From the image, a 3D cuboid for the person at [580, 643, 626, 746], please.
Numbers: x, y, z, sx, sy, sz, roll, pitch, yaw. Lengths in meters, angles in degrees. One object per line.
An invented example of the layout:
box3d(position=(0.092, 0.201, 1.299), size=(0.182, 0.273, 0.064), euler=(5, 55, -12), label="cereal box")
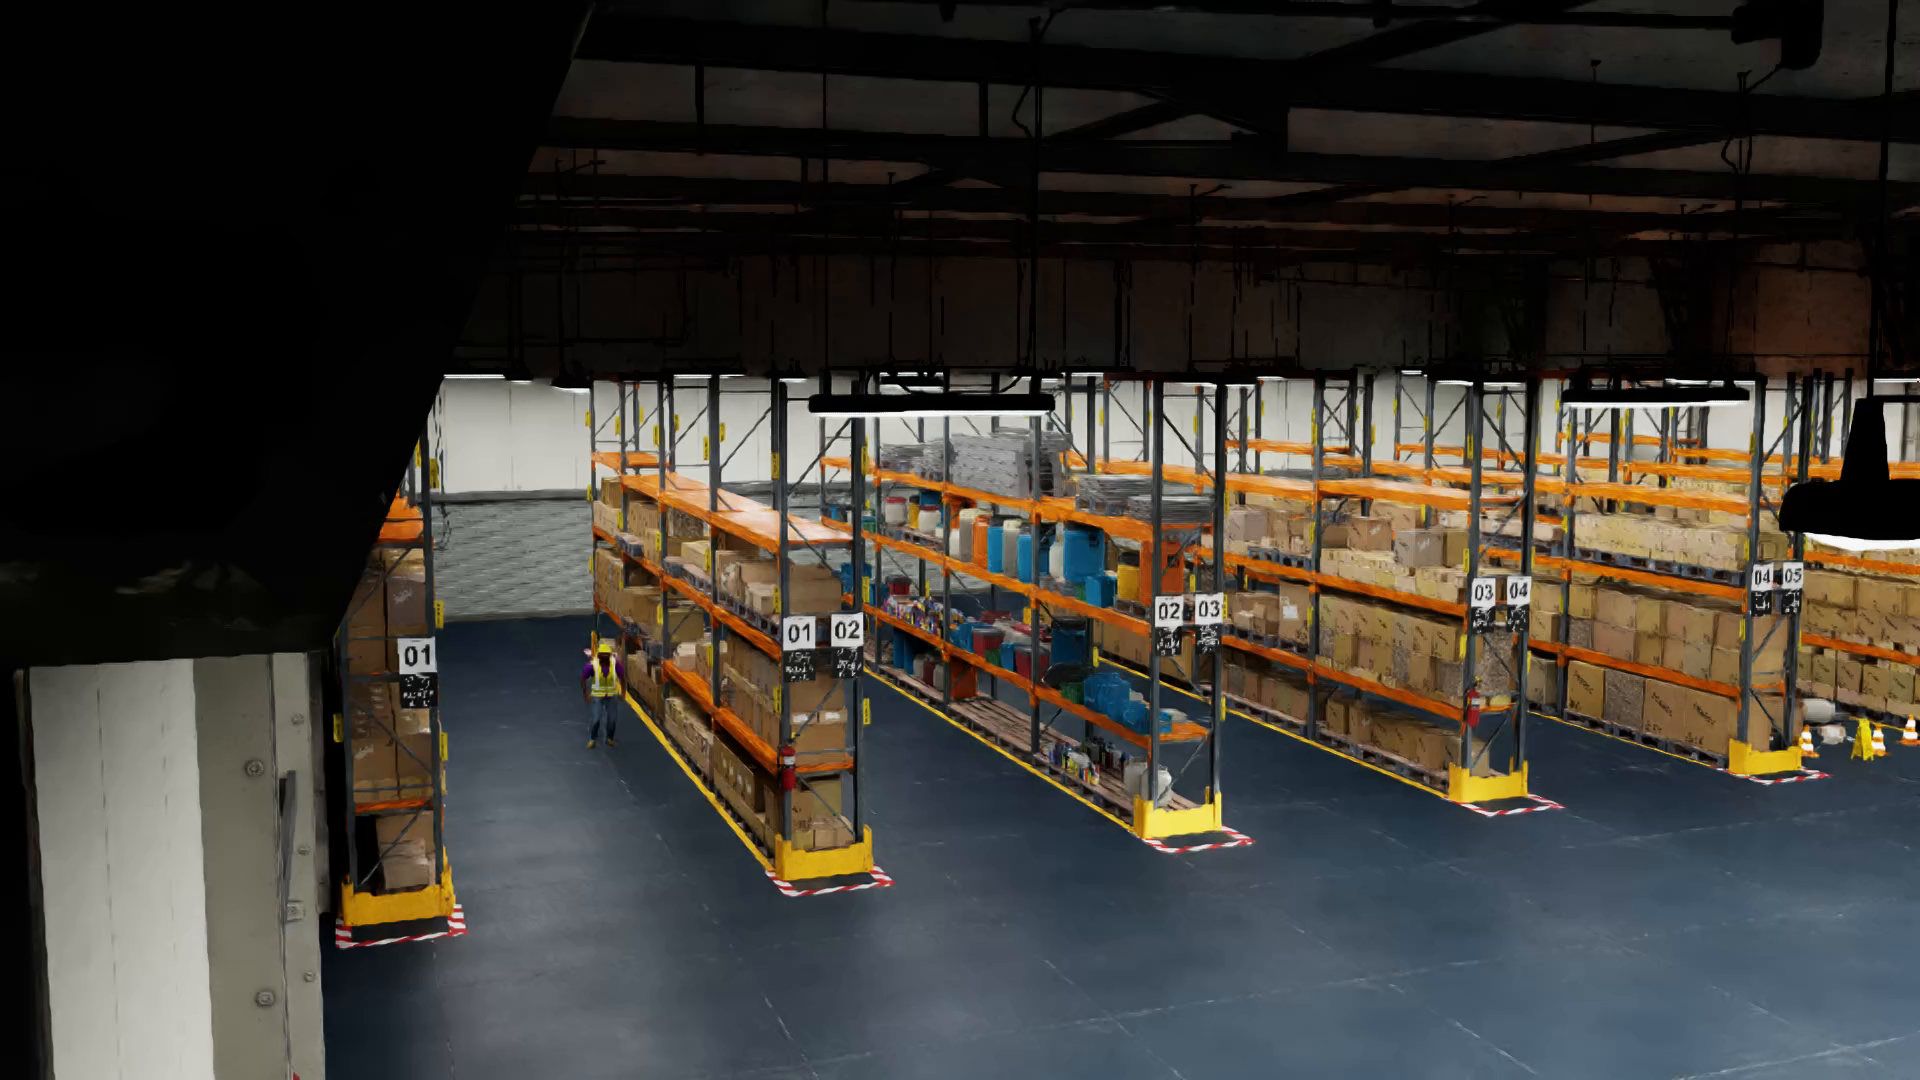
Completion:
box3d(position=(-5.745, 2.497, 26.819), size=(0.715, 1.715, 0.572), euler=(-3, 7, -22), label="person")
